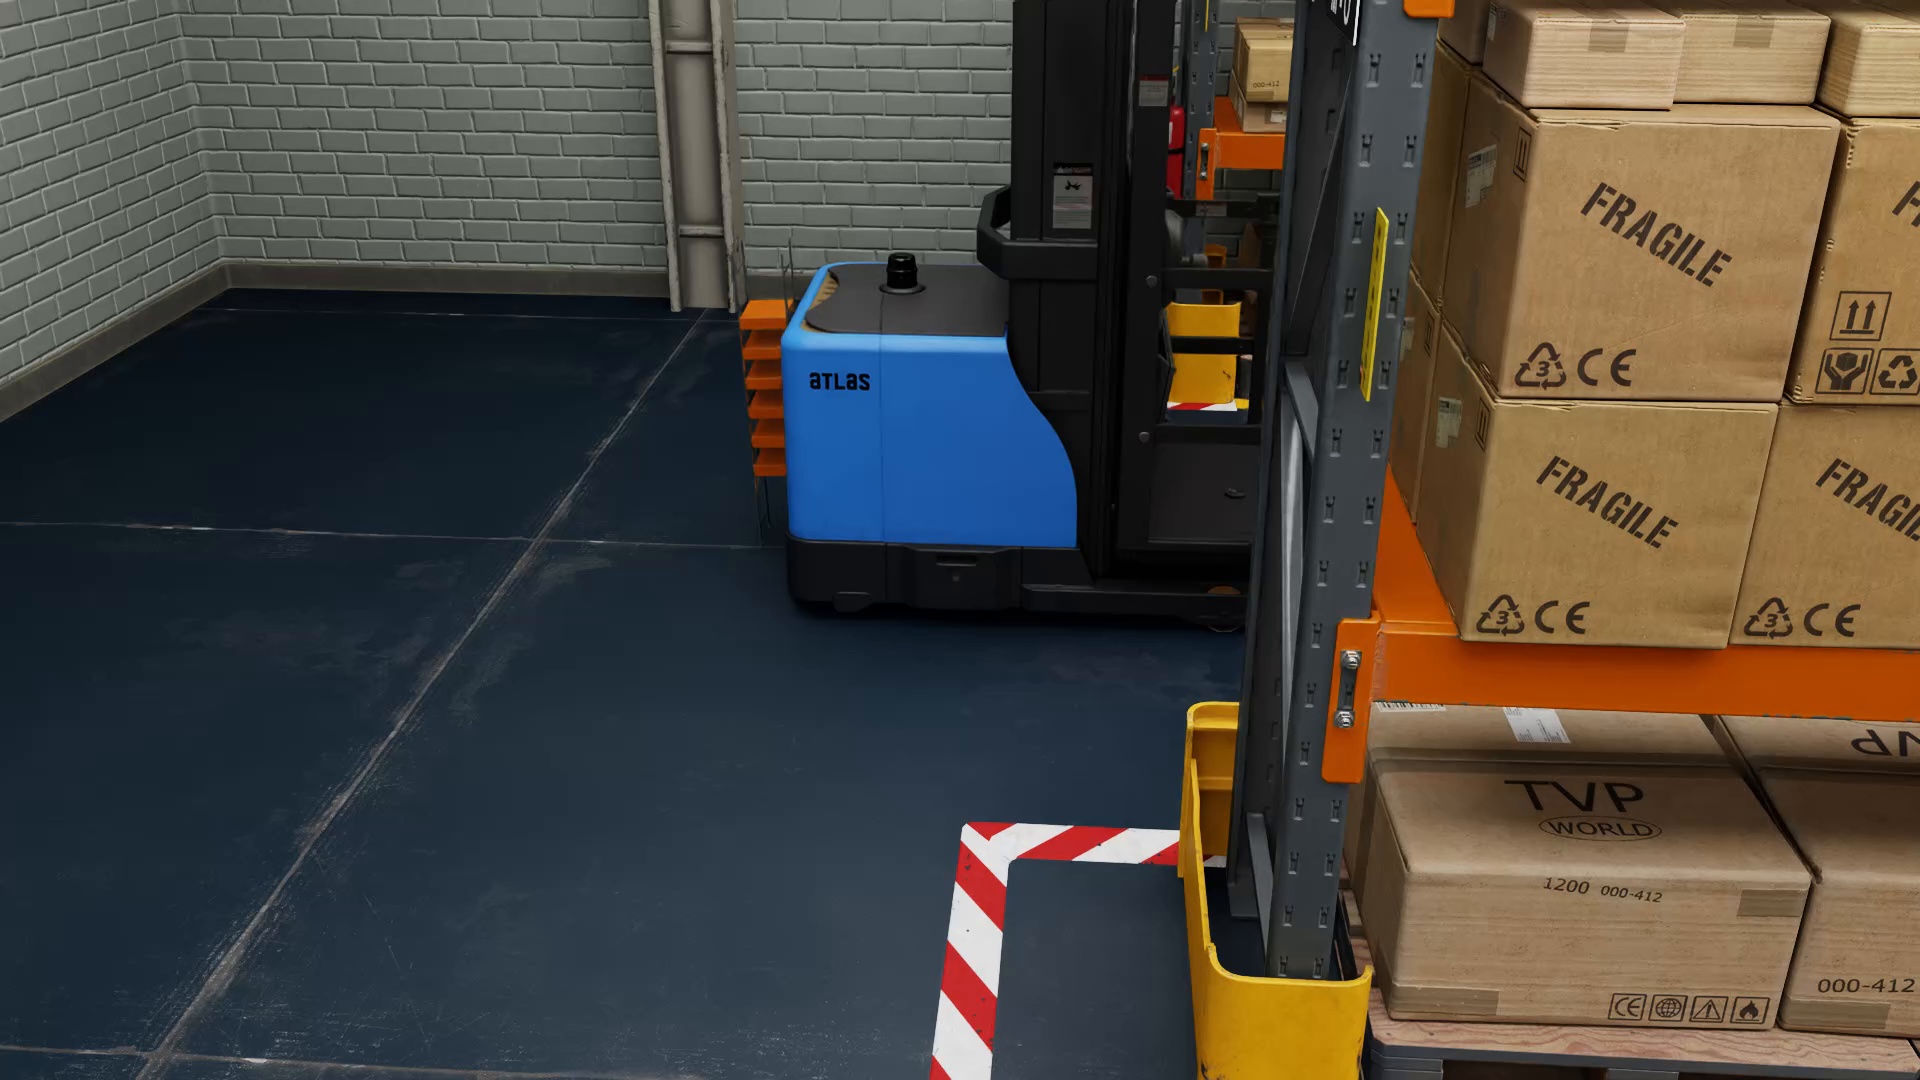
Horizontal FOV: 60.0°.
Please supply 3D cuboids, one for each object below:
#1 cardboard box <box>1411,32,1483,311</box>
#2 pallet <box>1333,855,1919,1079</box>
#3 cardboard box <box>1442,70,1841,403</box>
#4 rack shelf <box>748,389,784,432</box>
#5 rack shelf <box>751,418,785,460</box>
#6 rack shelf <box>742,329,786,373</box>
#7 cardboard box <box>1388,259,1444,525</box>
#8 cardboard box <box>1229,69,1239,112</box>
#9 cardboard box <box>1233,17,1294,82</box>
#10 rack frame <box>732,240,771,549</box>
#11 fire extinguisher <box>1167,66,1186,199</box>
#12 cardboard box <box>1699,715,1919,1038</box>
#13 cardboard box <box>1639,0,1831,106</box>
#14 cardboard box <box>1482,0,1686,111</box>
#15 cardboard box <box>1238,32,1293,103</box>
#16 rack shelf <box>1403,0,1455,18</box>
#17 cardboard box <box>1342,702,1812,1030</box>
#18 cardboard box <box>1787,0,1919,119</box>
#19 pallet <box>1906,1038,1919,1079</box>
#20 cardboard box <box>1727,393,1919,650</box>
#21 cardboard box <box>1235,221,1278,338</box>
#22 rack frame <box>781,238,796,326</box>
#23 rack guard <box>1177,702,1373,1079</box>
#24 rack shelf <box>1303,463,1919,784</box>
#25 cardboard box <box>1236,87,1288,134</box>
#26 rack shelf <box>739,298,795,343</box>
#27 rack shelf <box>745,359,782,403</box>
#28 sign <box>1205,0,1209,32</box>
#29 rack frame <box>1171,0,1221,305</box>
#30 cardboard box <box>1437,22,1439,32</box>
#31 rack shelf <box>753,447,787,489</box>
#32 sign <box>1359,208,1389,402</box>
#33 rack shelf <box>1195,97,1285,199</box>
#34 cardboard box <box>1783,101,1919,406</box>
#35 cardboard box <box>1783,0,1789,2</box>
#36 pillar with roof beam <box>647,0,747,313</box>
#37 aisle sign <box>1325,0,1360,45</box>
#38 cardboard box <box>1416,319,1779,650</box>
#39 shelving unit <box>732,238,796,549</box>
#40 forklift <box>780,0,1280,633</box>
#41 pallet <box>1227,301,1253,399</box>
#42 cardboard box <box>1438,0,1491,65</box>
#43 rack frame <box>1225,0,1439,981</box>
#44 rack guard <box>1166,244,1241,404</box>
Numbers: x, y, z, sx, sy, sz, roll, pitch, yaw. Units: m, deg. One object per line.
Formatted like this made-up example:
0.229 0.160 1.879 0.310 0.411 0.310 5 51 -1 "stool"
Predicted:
1.275 -0.798 3.579 0.500 0.500 0.500 3 25 6 "cardboard box"
1.579 1.046 4.225 1.213 0.211 1.003 2 25 4 "pallet"
1.233 -0.580 3.106 0.500 0.500 0.500 1 25 3 "cardboard box"
-0.723 -0.520 6.543 0.180 0.103 0.258 -1 25 3 "rack shelf"
-0.718 -0.411 6.593 0.180 0.103 0.258 -1 25 3 "rack shelf"
-0.732 -0.738 6.443 0.180 0.103 0.258 -1 25 3 "rack shelf"
1.277 -0.355 3.813 0.500 0.500 0.500 2 25 4 "cardboard box"
1.503 -2.270 8.396 0.250 0.149 0.380 2 25 3 "cardboard box"
1.631 -2.446 8.301 0.500 0.250 0.500 3 25 6 "cardboard box"
-0.816 -0.559 6.529 0.006 1.200 0.240 -1 25 3 "rack frame"
0.970 -1.891 7.809 0.183 0.674 0.296 2 25 4 "fire extinguisher"
2.355 0.764 4.064 0.875 0.438 0.875 2 25 5 "cardboard box"
1.375 -0.903 3.033 0.250 0.149 0.380 2 25 5 "cardboard box"
1.109 -0.882 2.986 0.250 0.149 0.380 2 25 5 "cardboard box"
1.584 -2.223 7.817 0.500 0.250 0.500 2 25 4 "cardboard box"
2.770 -1.186 3.012 4.000 0.370 1.077 2 25 4 "rack shelf"
1.442 0.738 4.120 0.875 0.438 0.875 1 25 2 "cardboard box"
1.626 -0.847 2.911 0.250 0.149 0.380 3 25 6 "cardboard box"
2.792 1.086 4.138 1.213 0.211 1.003 2 25 4 "pallet"
1.739 -0.120 3.303 0.500 0.500 0.500 1 25 3 "cardboard box"
1.755 -1.281 8.429 0.637 0.503 0.797 1 25 2 "cardboard box"
-0.633 -0.563 6.520 0.006 1.200 0.240 -1 25 3 "rack frame"
0.752 0.920 4.151 0.348 0.500 1.175 2 25 4 "rack guard"
2.770 0.177 3.639 4.000 0.370 1.077 2 25 4 "rack shelf"
1.459 -2.044 7.905 0.250 0.149 0.380 2 25 4 "cardboard box"
-0.737 -0.847 6.393 0.180 0.103 0.258 -1 25 3 "rack shelf"
-0.728 -0.629 6.493 0.180 0.103 0.258 -1 25 3 "rack shelf"
1.111 -2.450 7.451 0.005 0.325 0.100 2 25 4 "sign"
1.152 -2.283 8.123 0.127 3.000 1.000 2 25 4 "rack frame"
2.145 -2.429 8.264 0.500 0.250 0.500 2 25 4 "cardboard box"
-0.713 -0.302 6.643 0.180 0.103 0.258 -1 25 3 "rack shelf"
0.727 -0.412 2.927 0.005 0.325 0.100 2 25 4 "sign"
3.146 -1.892 8.135 4.000 0.370 1.077 2 25 4 "rack shelf"
1.748 -0.566 3.076 0.500 0.500 0.500 1 25 3 "cardboard box"
1.668 -1.109 3.481 0.250 0.149 0.380 2 25 3 "cardboard box"
-1.797 -3.676 3.974 0.400 9.000 9.100 2 25 4 "pillar with roof beam"
0.682 -1.277 2.826 0.004 0.787 0.394 2 25 4 "aisle sign"
1.233 -0.125 3.313 0.500 0.500 0.500 2 25 4 "cardboard box"
-0.724 -0.561 6.524 0.189 1.200 0.258 -1 25 3 "shelving unit"
0.902 -1.221 5.897 3.031 2.935 1.130 2 25 4 "forklift"
2.023 -0.989 8.647 1.213 0.211 1.003 2 25 4 "pallet"
1.149 -1.081 3.418 0.250 0.149 0.380 2 25 5 "cardboard box"
0.776 -0.214 3.627 0.127 3.000 1.000 2 25 4 "rack frame"
1.228 -1.145 8.641 0.348 0.500 1.175 2 25 4 "rack guard"
